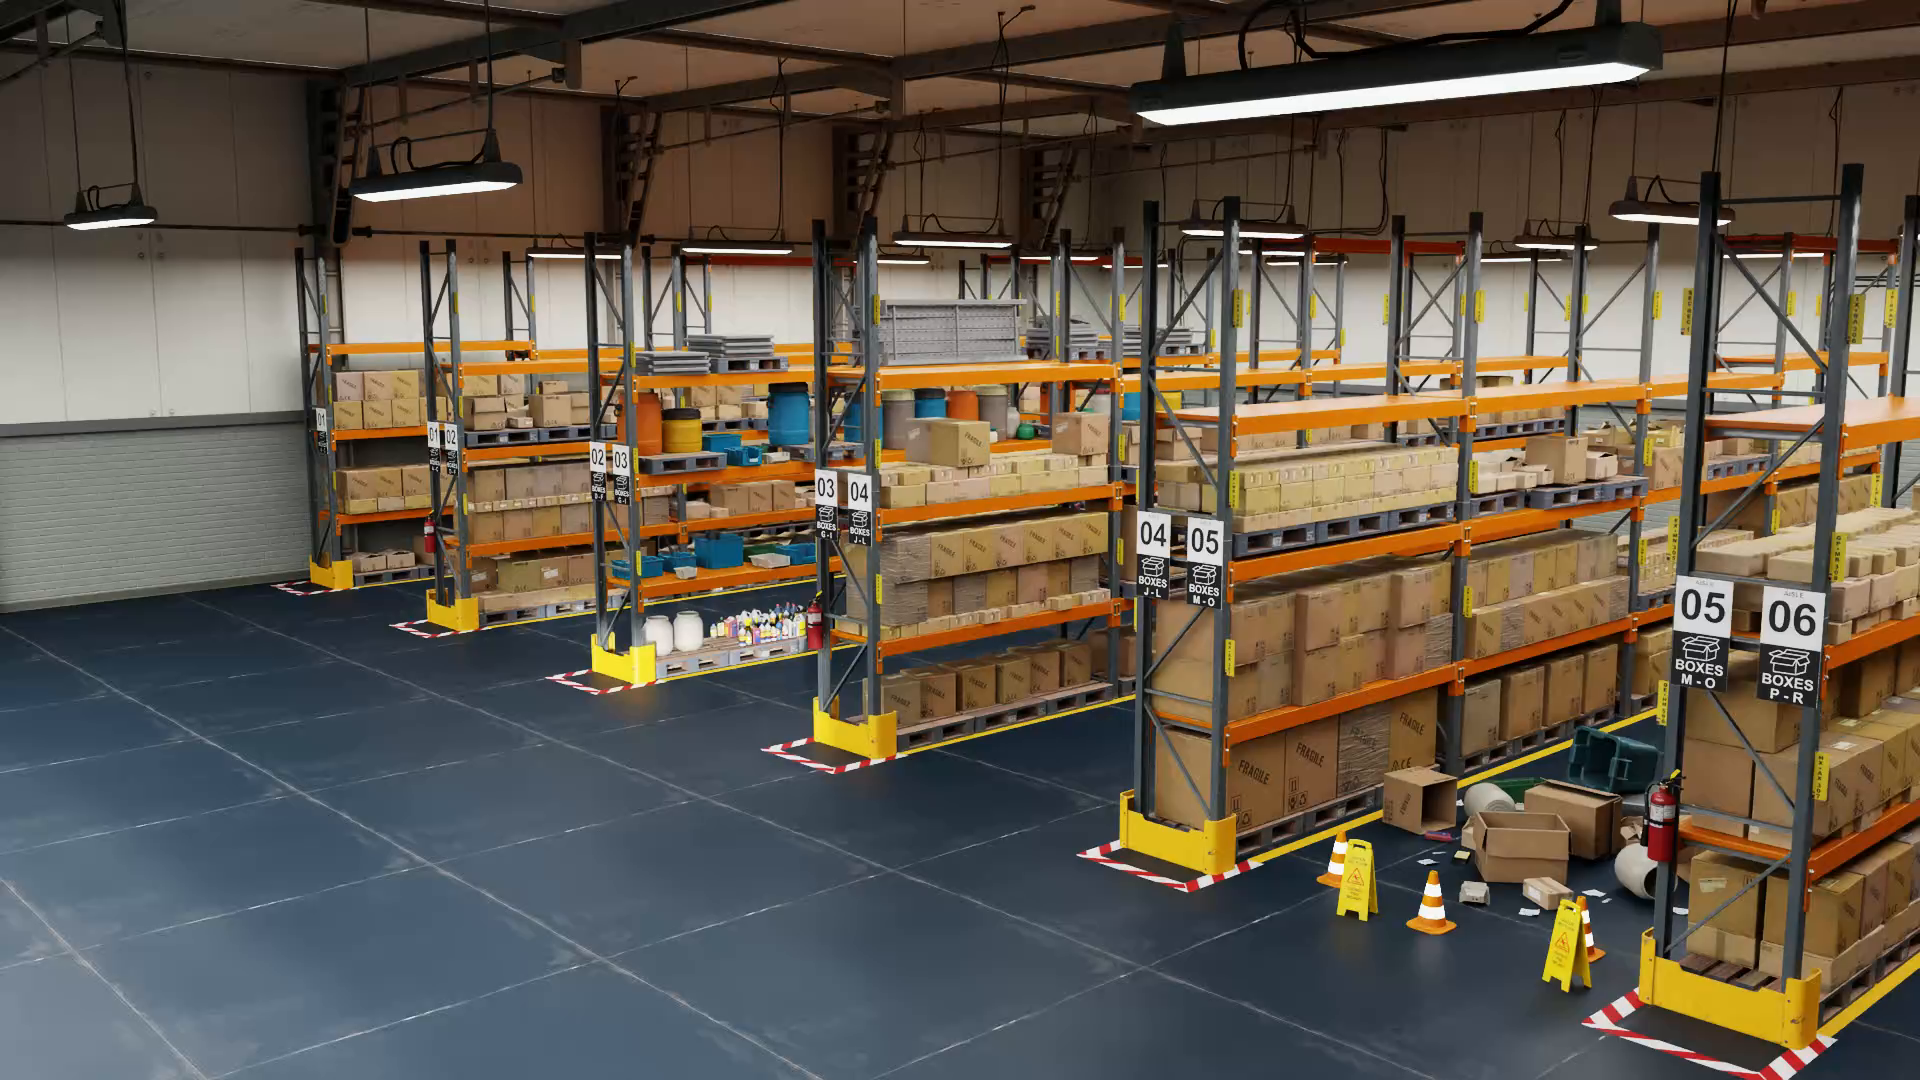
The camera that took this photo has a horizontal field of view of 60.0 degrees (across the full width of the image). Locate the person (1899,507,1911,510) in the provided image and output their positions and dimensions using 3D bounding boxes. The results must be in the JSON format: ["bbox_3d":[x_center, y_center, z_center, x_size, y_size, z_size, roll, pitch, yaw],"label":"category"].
[{"bbox_3d":[15.078,0.354,26.727,0.891,1.788,0.688,3,9,19],"label":"person"}]

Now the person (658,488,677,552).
[{"bbox_3d":[-5.420,-0.167,30.690,0.542,1.694,0.703,-7,11,-39],"label":"person"}]
